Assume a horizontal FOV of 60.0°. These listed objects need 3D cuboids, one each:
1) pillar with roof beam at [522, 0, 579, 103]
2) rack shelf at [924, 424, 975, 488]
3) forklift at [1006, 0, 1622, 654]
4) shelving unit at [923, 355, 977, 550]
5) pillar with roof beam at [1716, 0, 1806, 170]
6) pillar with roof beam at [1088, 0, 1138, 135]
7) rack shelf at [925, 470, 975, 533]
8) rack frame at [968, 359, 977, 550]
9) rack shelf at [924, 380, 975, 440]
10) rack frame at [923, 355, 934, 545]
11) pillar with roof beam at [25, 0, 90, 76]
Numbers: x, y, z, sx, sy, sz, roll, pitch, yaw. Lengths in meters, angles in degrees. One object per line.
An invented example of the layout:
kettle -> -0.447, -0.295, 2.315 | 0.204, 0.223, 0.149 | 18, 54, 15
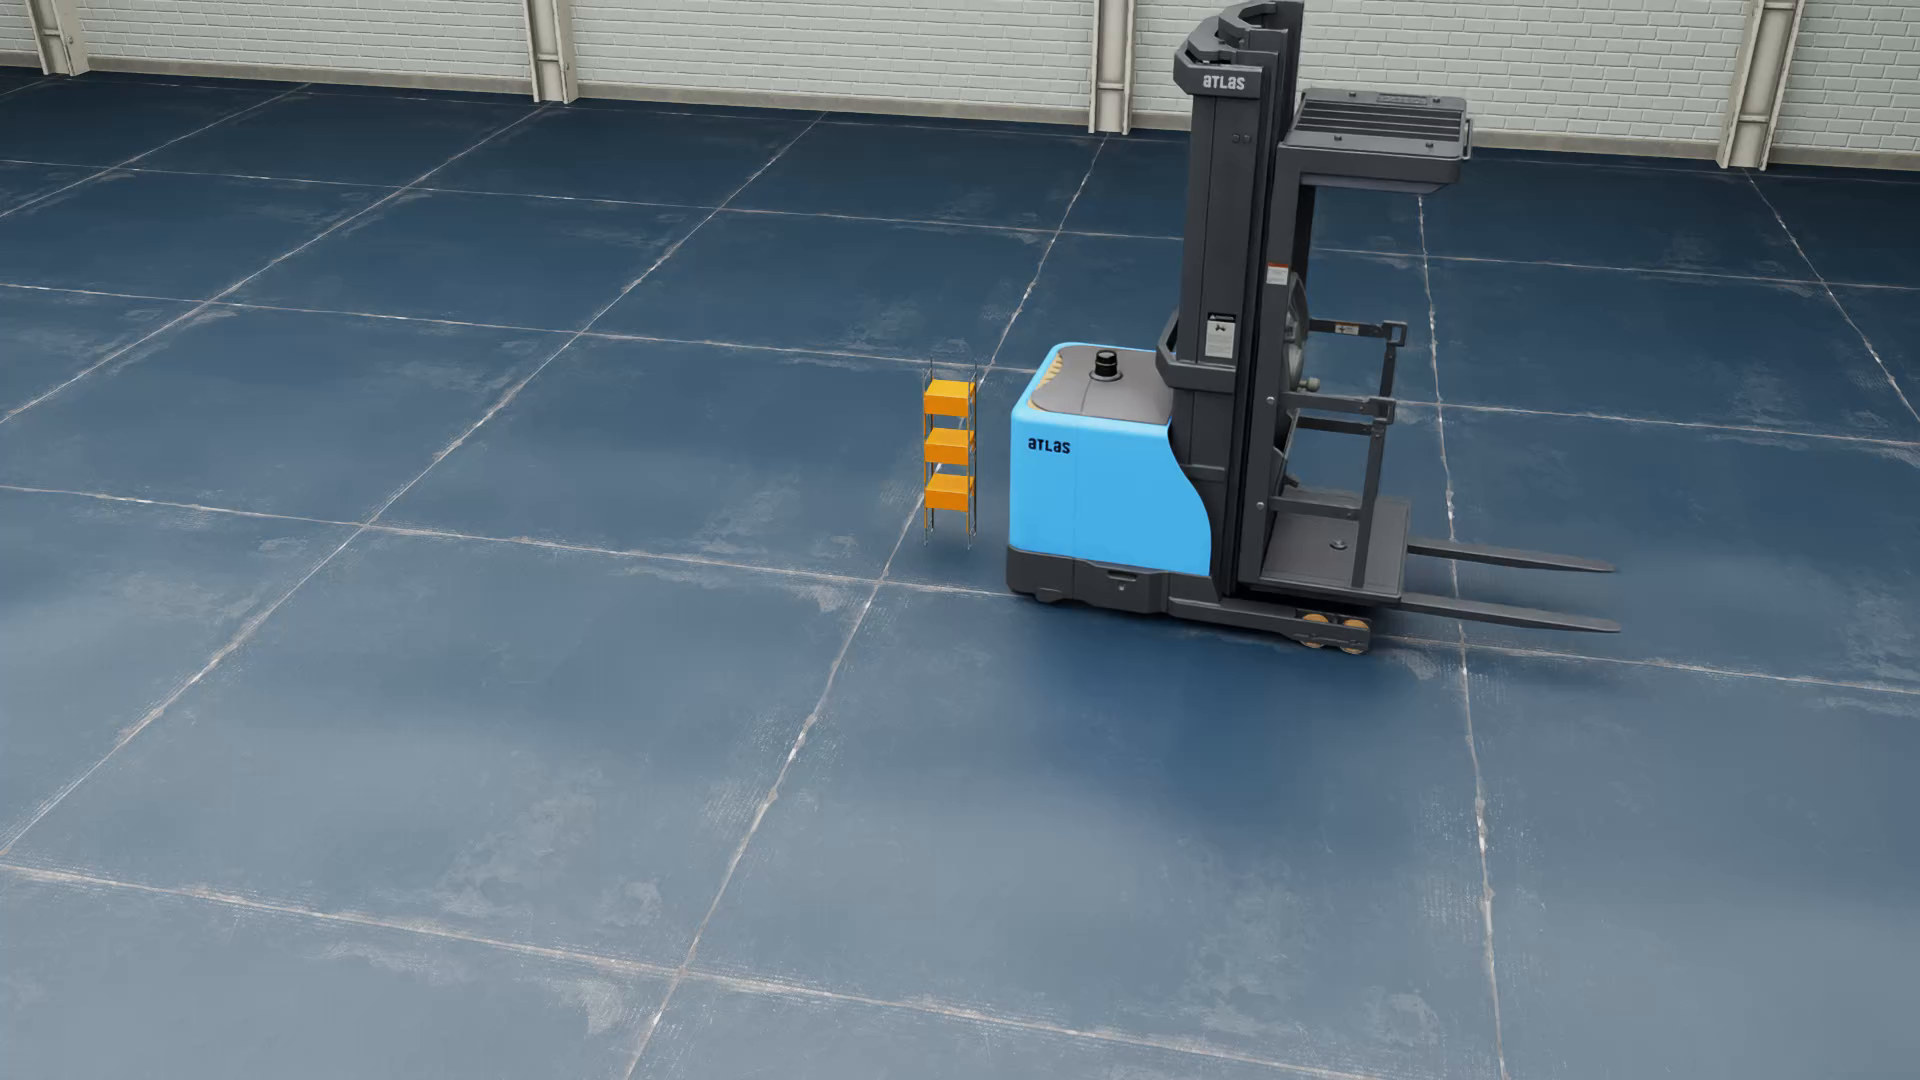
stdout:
pillar with roof beam -> -5.248, -6.683, 12.086 | 0.400, 9.000, 9.100 | 6, 29, 11
rack shelf -> -0.052, -0.457, 9.013 | 0.240, 0.259, 0.215 | 6, 29, 11
forklift -> 1.816, -1.008, 8.039 | 3.031, 2.935, 1.130 | 8, 30, 14
shelving unit -> -0.052, -0.466, 9.008 | 0.252, 1.050, 0.215 | 6, 29, 11
pillar with roof beam -> 6.488, -5.480, 9.888 | 0.400, 9.000, 9.100 | 6, 29, 11
pillar with roof beam -> 0.620, -6.081, 10.987 | 0.400, 9.000, 9.100 | 6, 29, 11
rack shelf -> -0.052, -0.213, 9.146 | 0.240, 0.259, 0.215 | 6, 29, 11
rack frame -> 0.067, -0.454, 8.985 | 0.008, 1.050, 0.200 | 6, 29, 11
rack shelf -> -0.052, -0.705, 8.877 | 0.240, 0.259, 0.215 | 6, 29, 11
rack frame -> -0.172, -0.478, 9.030 | 0.008, 1.050, 0.200 | 6, 29, 11
pillar with roof beam -> -11.115, -7.285, 13.185 | 0.400, 9.000, 9.100 | 6, 29, 11
